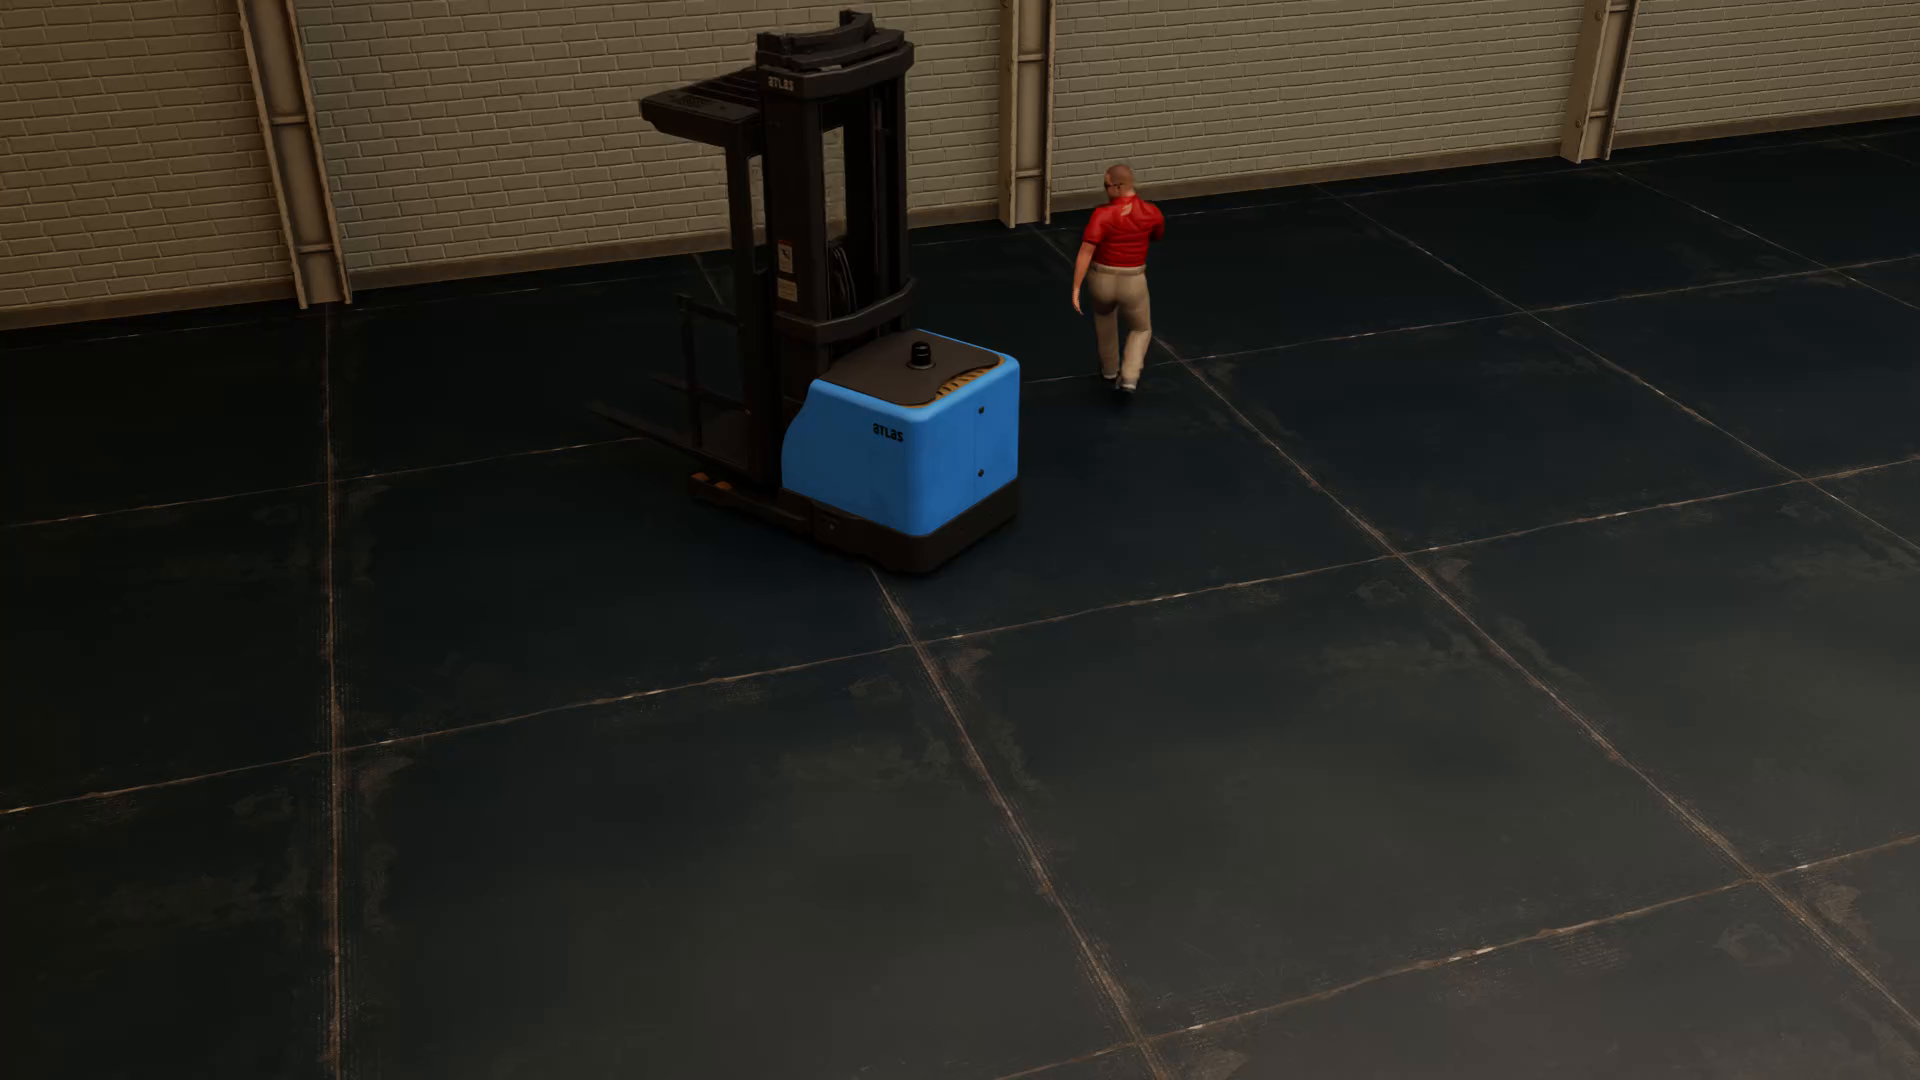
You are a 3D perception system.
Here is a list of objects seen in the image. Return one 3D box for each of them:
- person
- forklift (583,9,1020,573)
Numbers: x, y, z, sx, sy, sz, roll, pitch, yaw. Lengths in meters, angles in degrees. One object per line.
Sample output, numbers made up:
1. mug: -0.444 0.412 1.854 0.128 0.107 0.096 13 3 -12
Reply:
1. person: 1.097 -1.797 11.525 0.598 1.651 0.842 4 30 6
2. forklift: -1.117 -1.657 9.966 3.031 2.935 1.130 21 36 31
